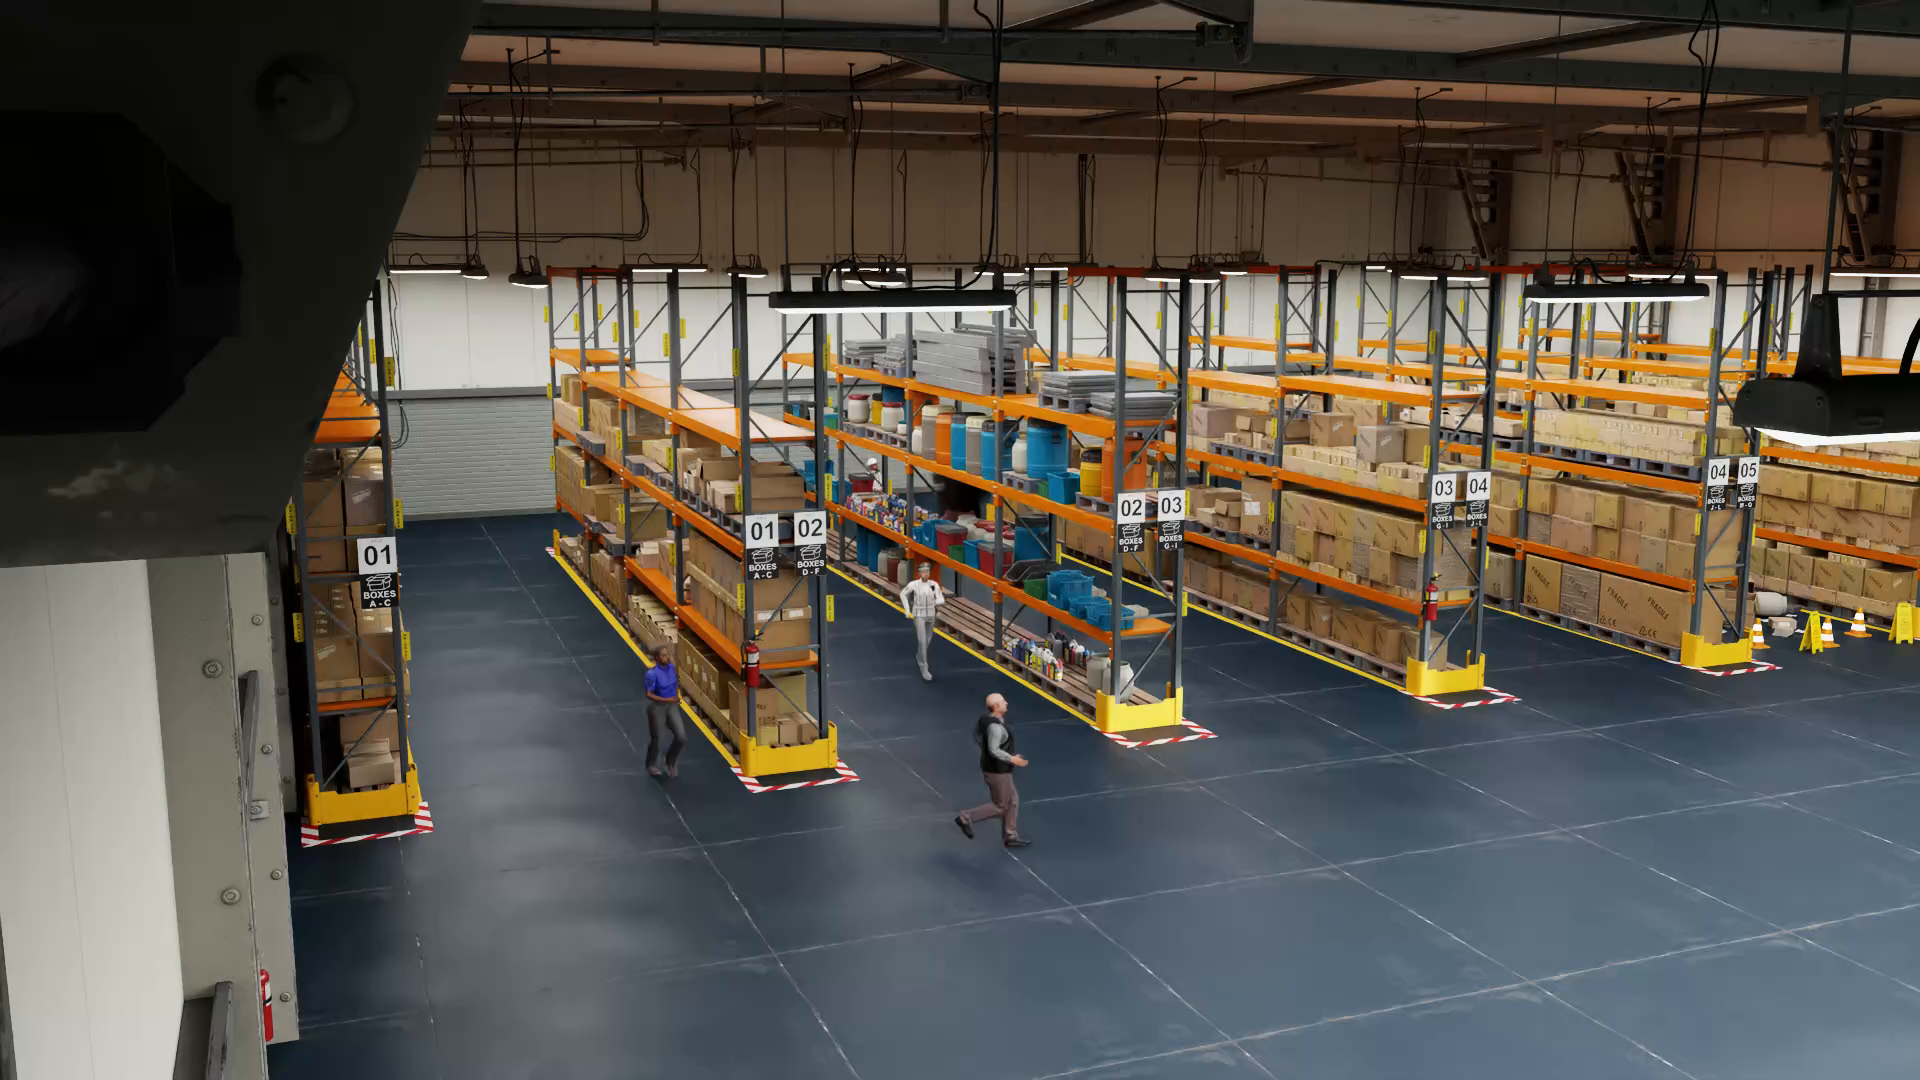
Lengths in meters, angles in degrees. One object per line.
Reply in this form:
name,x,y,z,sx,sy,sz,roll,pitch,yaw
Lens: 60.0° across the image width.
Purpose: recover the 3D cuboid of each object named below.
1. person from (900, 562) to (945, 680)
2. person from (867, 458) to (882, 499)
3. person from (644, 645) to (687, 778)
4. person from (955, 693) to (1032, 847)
person,-0.535,1.170,24.925,0.599,1.702,0.860,-4,11,-21
person,-1.839,-1.009,37.414,0.620,1.693,0.645,8,13,39
person,-3.540,2.093,20.039,0.684,1.673,0.592,9,13,41
person,0.336,2.435,17.693,0.726,1.642,0.663,-1,10,-6
